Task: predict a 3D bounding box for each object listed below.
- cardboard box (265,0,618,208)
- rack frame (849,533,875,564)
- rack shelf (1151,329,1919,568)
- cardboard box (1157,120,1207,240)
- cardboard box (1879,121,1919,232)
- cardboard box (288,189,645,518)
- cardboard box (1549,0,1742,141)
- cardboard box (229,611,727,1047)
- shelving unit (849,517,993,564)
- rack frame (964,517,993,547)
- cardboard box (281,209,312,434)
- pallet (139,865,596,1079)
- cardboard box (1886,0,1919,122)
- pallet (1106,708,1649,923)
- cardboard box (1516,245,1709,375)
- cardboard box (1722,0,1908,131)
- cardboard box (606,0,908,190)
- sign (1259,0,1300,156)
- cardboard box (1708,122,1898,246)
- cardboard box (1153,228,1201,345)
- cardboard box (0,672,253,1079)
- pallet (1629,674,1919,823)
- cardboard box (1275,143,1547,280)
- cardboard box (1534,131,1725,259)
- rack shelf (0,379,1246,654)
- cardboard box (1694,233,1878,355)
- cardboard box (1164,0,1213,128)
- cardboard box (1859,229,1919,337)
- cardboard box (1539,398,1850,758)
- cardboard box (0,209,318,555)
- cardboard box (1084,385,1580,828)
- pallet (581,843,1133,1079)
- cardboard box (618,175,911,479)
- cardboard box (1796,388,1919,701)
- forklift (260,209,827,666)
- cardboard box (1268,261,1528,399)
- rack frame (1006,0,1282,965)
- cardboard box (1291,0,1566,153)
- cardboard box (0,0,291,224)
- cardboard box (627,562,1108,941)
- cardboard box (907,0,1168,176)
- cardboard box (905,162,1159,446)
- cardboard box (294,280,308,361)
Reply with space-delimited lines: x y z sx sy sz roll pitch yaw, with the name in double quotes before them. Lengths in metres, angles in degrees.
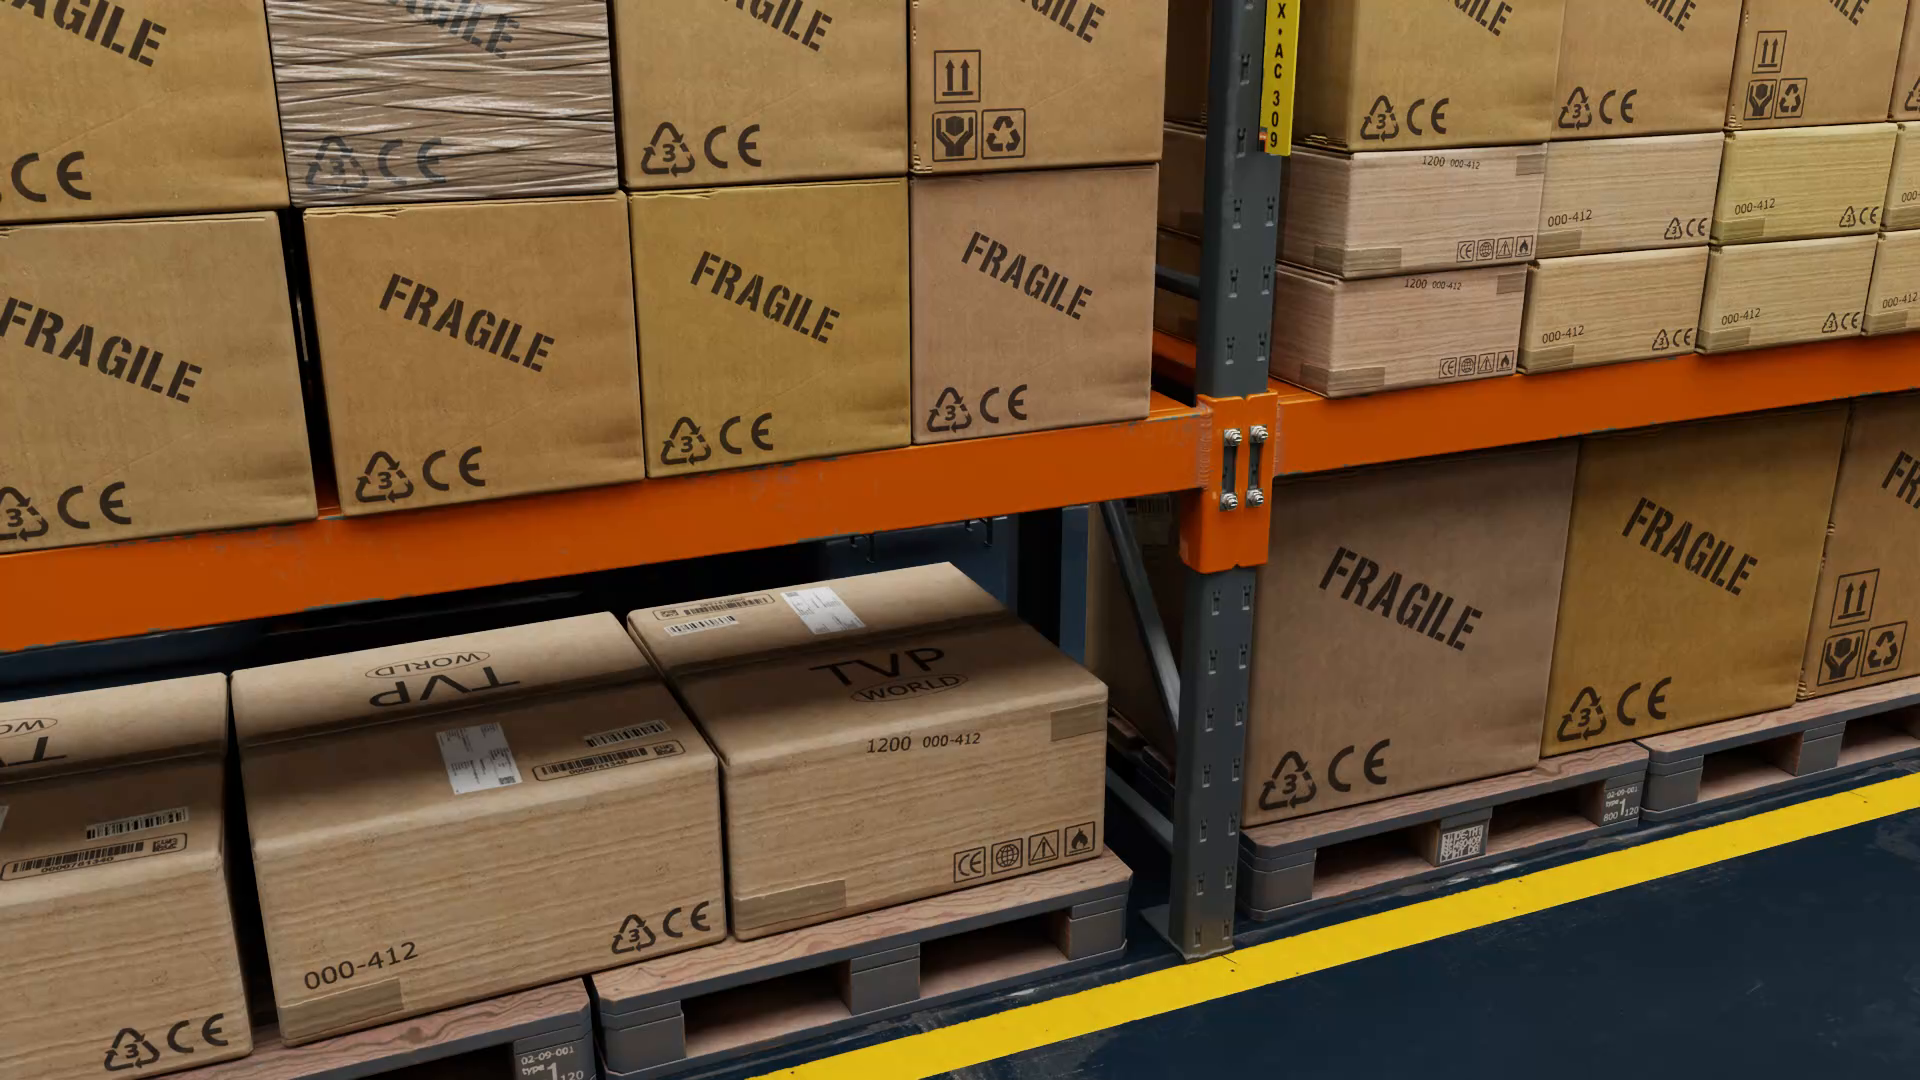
"cardboard box" -0.882 -0.848 2.758 0.500 0.500 0.500 -8 21 -21
"rack frame" -0.376 -0.512 6.170 0.015 1.200 0.240 -8 21 -22
"rack shelf" 2.211 -0.534 4.604 4.000 0.370 1.077 -8 21 -22
"cardboard box" 0.683 -0.907 4.054 0.500 0.250 0.500 -8 21 -22
"cardboard box" 2.295 -0.949 4.175 0.500 0.250 0.500 -9 21 -24
"cardboard box" -0.876 -0.378 2.928 0.500 0.500 0.500 -8 21 -23
"cardboard box" 1.349 -1.174 3.684 0.500 0.500 0.500 -8 21 -22
"cardboard box" -1.066 0.569 3.616 0.875 0.438 0.875 -9 21 -24
"shelving unit" -0.152 -0.544 6.261 0.503 1.200 0.258 -8 21 -22
"rack frame" 0.072 -0.576 6.352 0.015 1.200 0.240 -8 21 -22
"cardboard box" -1.556 -0.479 3.215 0.500 0.500 0.500 -7 21 -20
"pallet" -1.477 0.944 3.525 1.213 0.211 1.003 -8 21 -22
"cardboard box" 2.282 -1.309 4.068 0.500 0.500 0.500 -9 21 -23
"pallet" 1.053 0.581 4.554 1.213 0.211 1.003 -8 21 -22
"cardboard box" 1.358 -0.585 3.893 0.500 0.250 0.500 -9 21 -23
"cardboard box" 1.810 -1.239 3.869 0.500 0.500 0.500 -9 21 -23
"cardboard box" -0.419 -0.918 2.957 0.500 0.500 0.500 -8 21 -23
"sign" 0.596 -0.886 3.100 0.005 0.325 0.100 -8 21 -22
"cardboard box" 1.832 -0.882 3.984 0.500 0.250 0.500 -8 21 -21
"cardboard box" 0.687 -0.675 4.148 0.500 0.250 0.500 -9 21 -23
"cardboard box" -1.895 0.687 3.281 0.875 0.438 0.875 -8 21 -20
"pallet" 2.175 0.419 5.013 1.213 0.211 1.003 -8 21 -22
"cardboard box" 0.890 -0.747 3.599 0.500 0.250 0.500 -9 21 -23
"cardboard box" 1.358 -0.824 3.818 0.500 0.250 0.500 -8 21 -21
"rack shelf" -1.462 -0.007 3.110 4.000 0.370 1.077 -8 21 -22
"cardboard box" 1.834 -0.647 4.070 0.500 0.250 0.500 -8 21 -22
"cardboard box" 0.685 -1.264 3.939 0.500 0.500 0.500 -7 21 -20
"cardboard box" 2.297 -0.710 4.249 0.500 0.250 0.500 -9 21 -23
"cardboard box" 1.738 -0.033 4.666 0.875 0.875 0.875 -8 21 -20
"cardboard box" -1.363 -0.314 2.746 0.500 0.500 0.500 -7 21 -20
"cardboard box" 0.912 0.088 4.321 0.875 0.875 0.875 -7 21 -20
"pallet" -0.355 0.782 3.984 1.213 0.211 1.003 -8 21 -22
"cardboard box" -0.420 -0.449 3.129 0.500 0.500 0.500 -9 21 -23
"cardboard box" 2.560 -0.150 4.999 0.875 0.875 0.875 -8 21 -21
"forklift" -2.047 -1.148 5.370 3.031 2.935 1.130 -7 21 -19
"cardboard box" 0.883 -0.516 3.698 0.500 0.250 0.500 -9 21 -23
"rack frame" 0.374 -0.610 3.737 0.127 3.000 1.000 -8 21 -22
"cardboard box" 0.892 -1.099 3.470 0.500 0.500 0.500 -8 21 -21
"cardboard box" -1.346 -0.785 2.578 0.500 0.500 0.500 -8 21 -22
"cardboard box" -0.245 0.451 3.951 0.875 0.438 0.875 -8 21 -23
"cardboard box" 0.051 -0.982 3.139 0.500 0.500 0.500 -8 21 -22
"cardboard box" 0.050 -0.518 3.326 0.500 0.500 0.500 -8 21 -21
"cardboard box" -2.915 -0.904 7.706 0.500 0.500 0.700 -9 21 -24
